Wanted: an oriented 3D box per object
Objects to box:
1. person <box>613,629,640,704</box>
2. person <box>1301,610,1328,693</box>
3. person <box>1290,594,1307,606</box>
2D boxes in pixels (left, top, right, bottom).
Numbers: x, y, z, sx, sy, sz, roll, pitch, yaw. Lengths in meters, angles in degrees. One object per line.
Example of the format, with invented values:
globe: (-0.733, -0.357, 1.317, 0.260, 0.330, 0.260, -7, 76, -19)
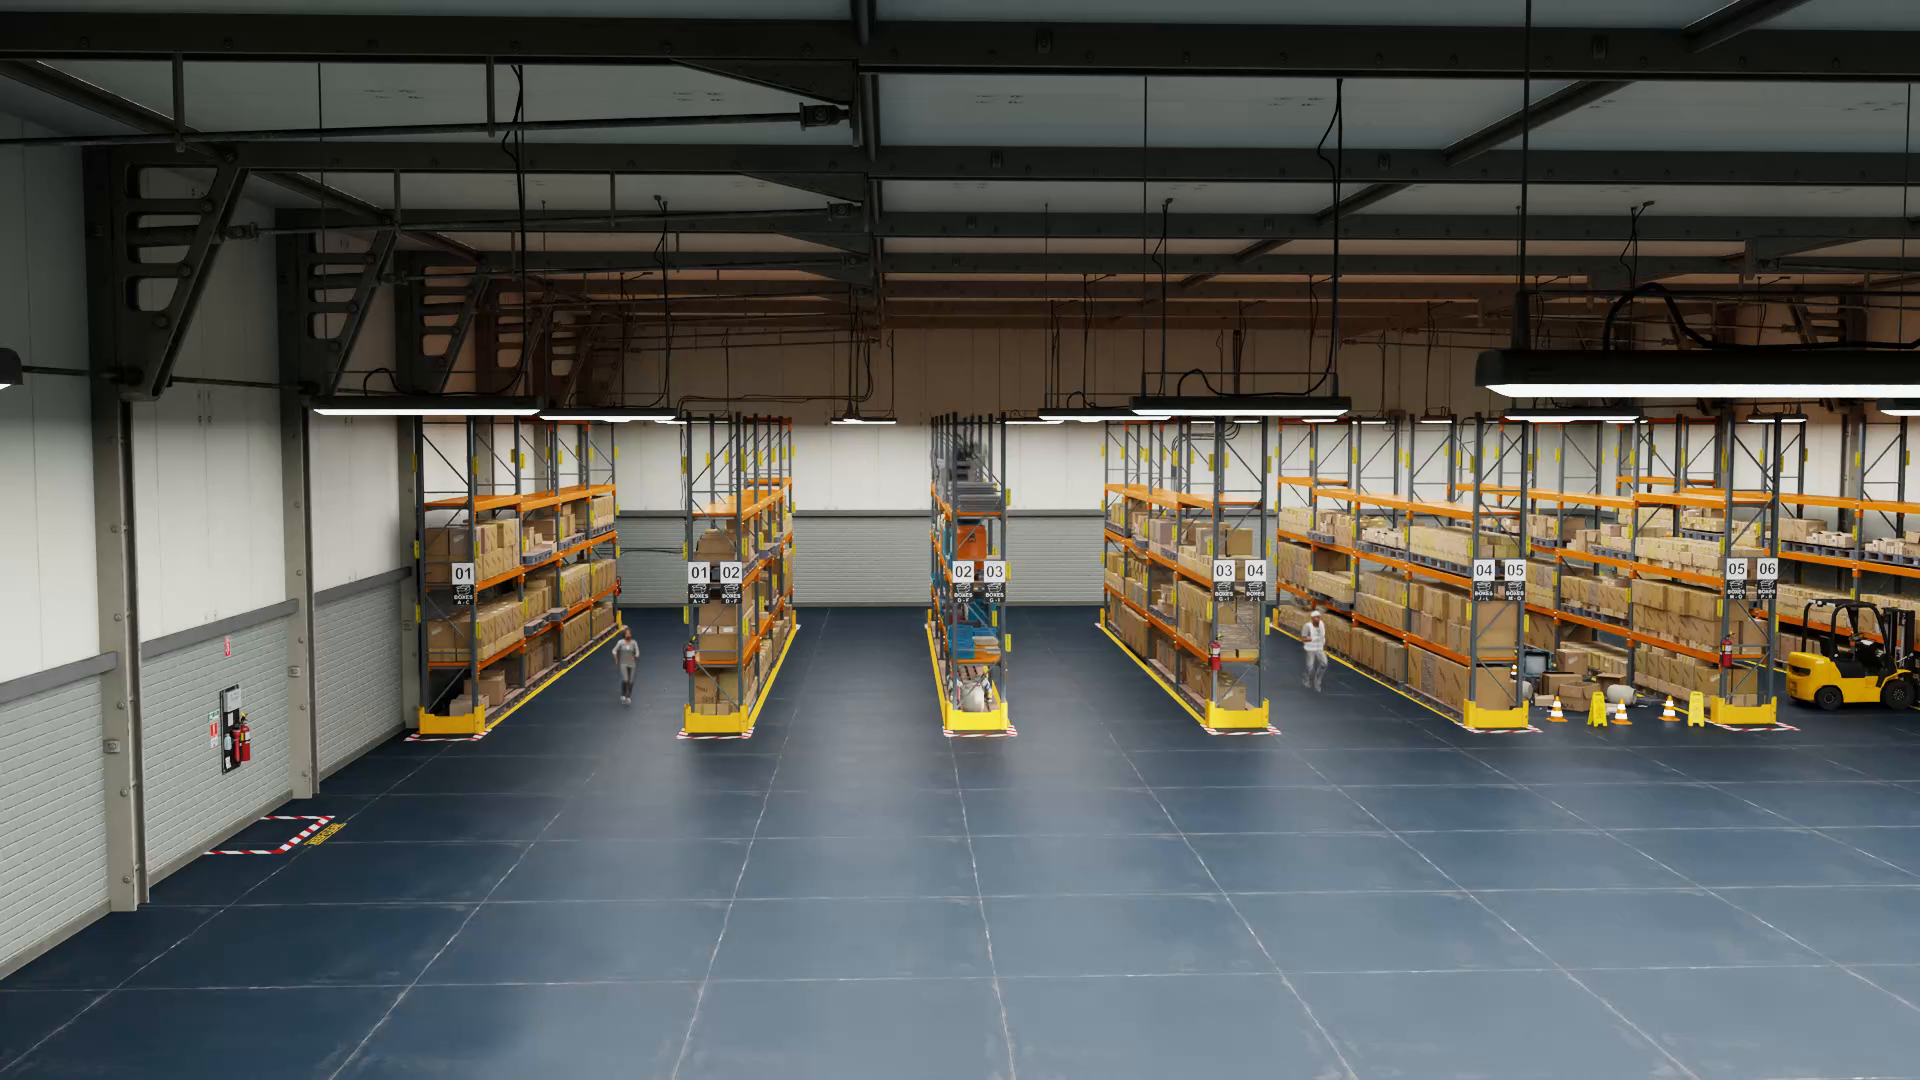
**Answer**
person: (-6.826, 2.599, 34.117, 0.511, 1.562, 0.633, -2, 4, -22)
person: (7.650, 2.395, 35.879, 0.715, 1.779, 0.832, -1, 4, -19)
person: (10.033, 1.541, 48.914, 0.917, 1.782, 0.672, 0, 4, 0)
